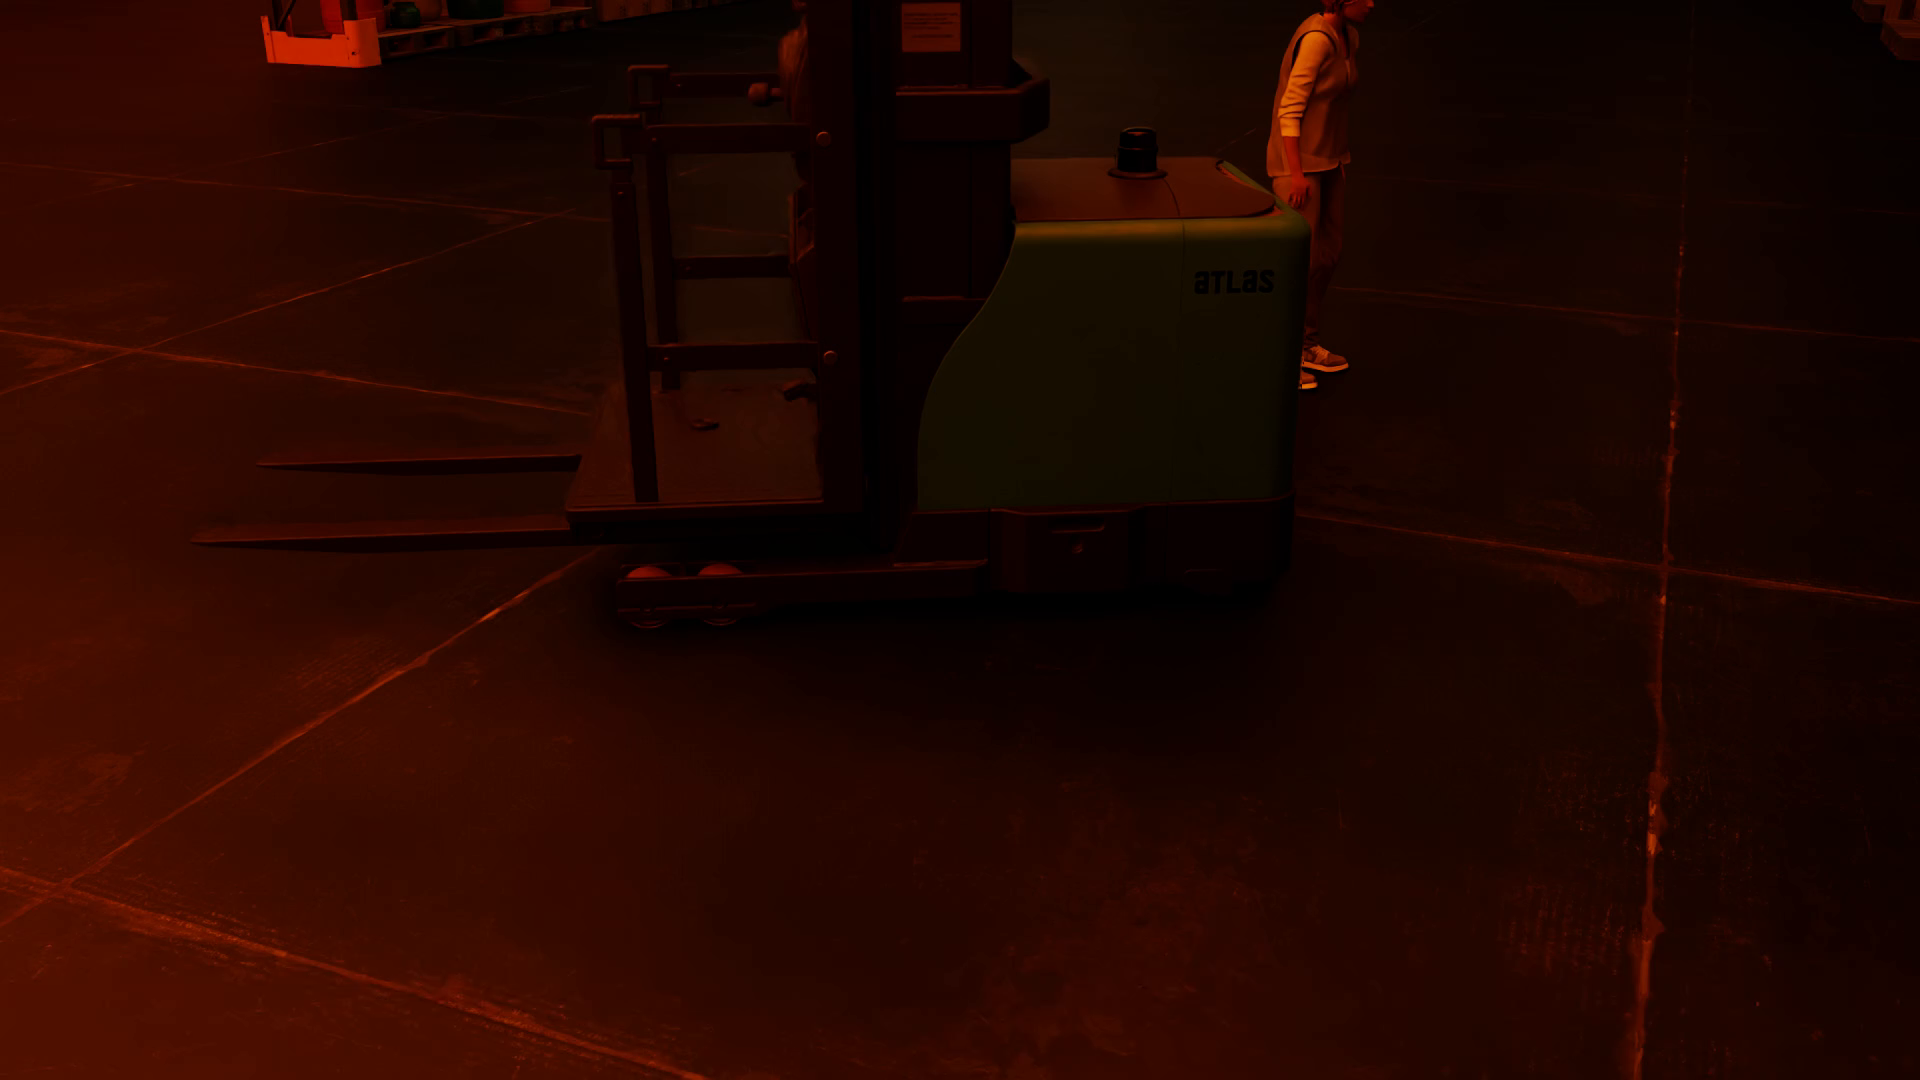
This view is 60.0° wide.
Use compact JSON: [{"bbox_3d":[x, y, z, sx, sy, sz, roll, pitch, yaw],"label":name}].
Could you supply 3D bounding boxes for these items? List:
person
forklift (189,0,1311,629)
[{"bbox_3d":[1.363,-1.400,6.399,0.349,1.578,0.470,15,27,32],"label":"person"},{"bbox_3d":[-0.613,-1.324,4.460,3.031,2.935,1.130,-2,23,-5],"label":"forklift"}]
